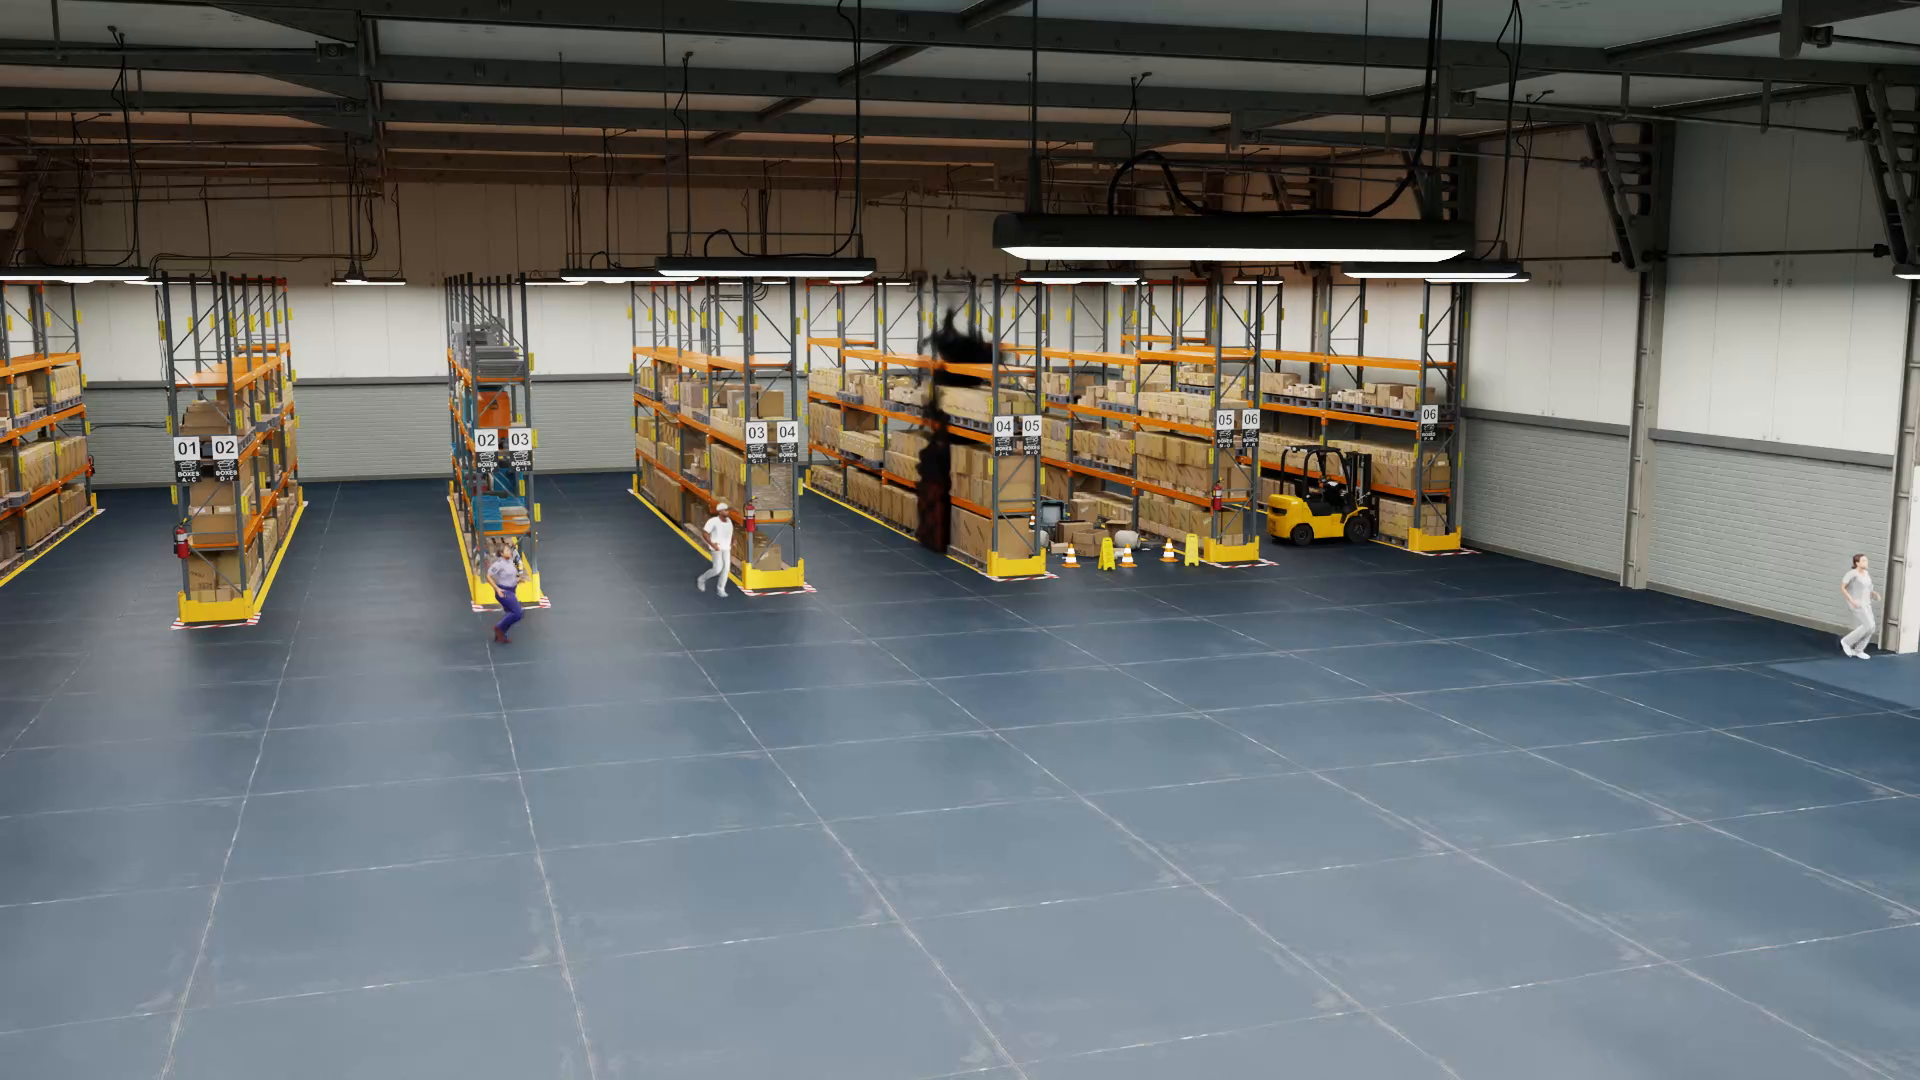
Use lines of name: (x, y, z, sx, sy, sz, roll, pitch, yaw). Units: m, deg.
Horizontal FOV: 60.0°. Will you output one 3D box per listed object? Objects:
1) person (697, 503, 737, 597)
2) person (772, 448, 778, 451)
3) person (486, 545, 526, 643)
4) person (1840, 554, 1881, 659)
person: (-4.502, 0.164, 31.328, 0.663, 1.734, 0.764, 7, 11, 38)
person: (-5.488, -2.308, 47.643, 0.646, 1.712, 0.798, 1, 9, 7)
person: (-7.311, 0.874, 26.944, 0.574, 1.606, 0.593, 0, 9, 3)
person: (14.066, 1.025, 25.916, 0.548, 1.630, 0.476, -5, 10, -29)
